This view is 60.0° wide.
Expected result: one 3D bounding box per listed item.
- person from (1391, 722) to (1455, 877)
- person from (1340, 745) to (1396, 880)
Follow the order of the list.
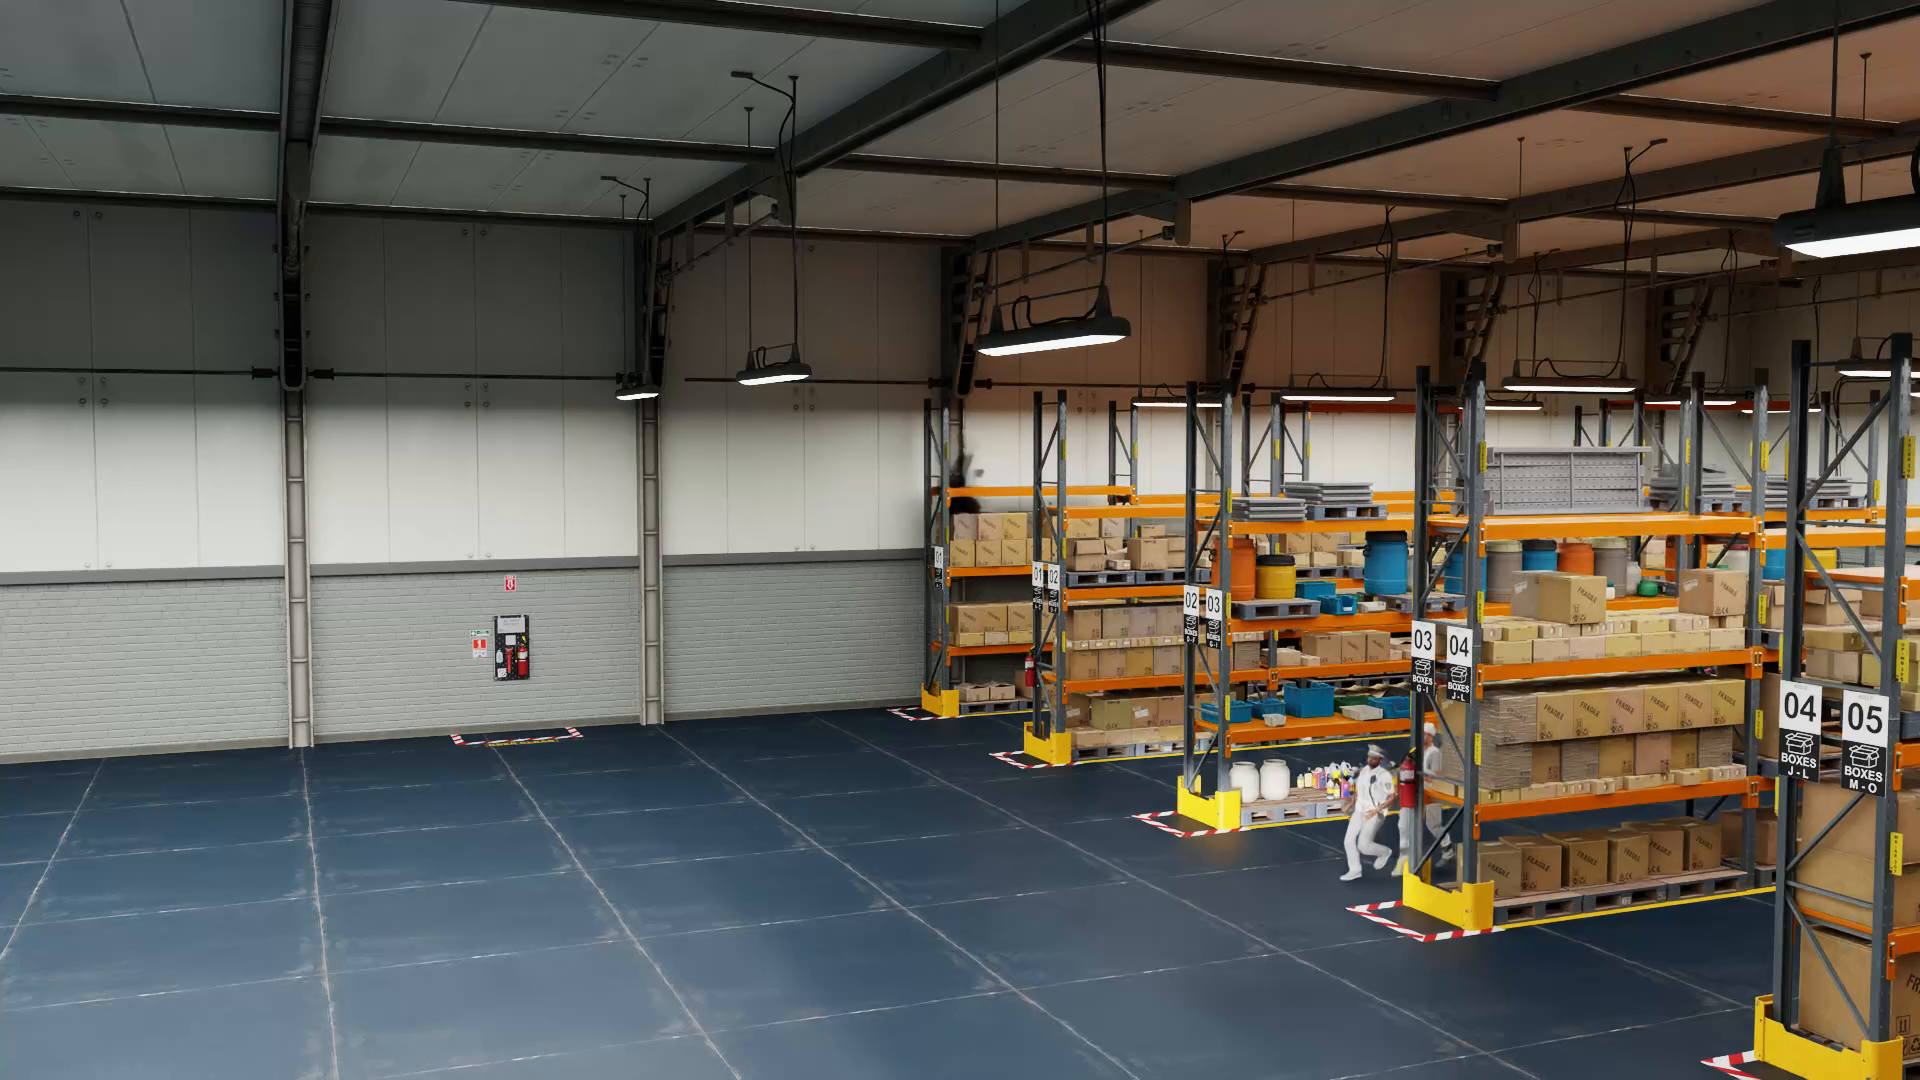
[{"bbox_3d":[5.549,3.087,19.865,0.830,1.838,0.653,-2,4,-26],"label":"person"},{"bbox_3d":[4.836,3.206,19.534,0.596,1.648,0.620,-2,4,-30],"label":"person"}]
